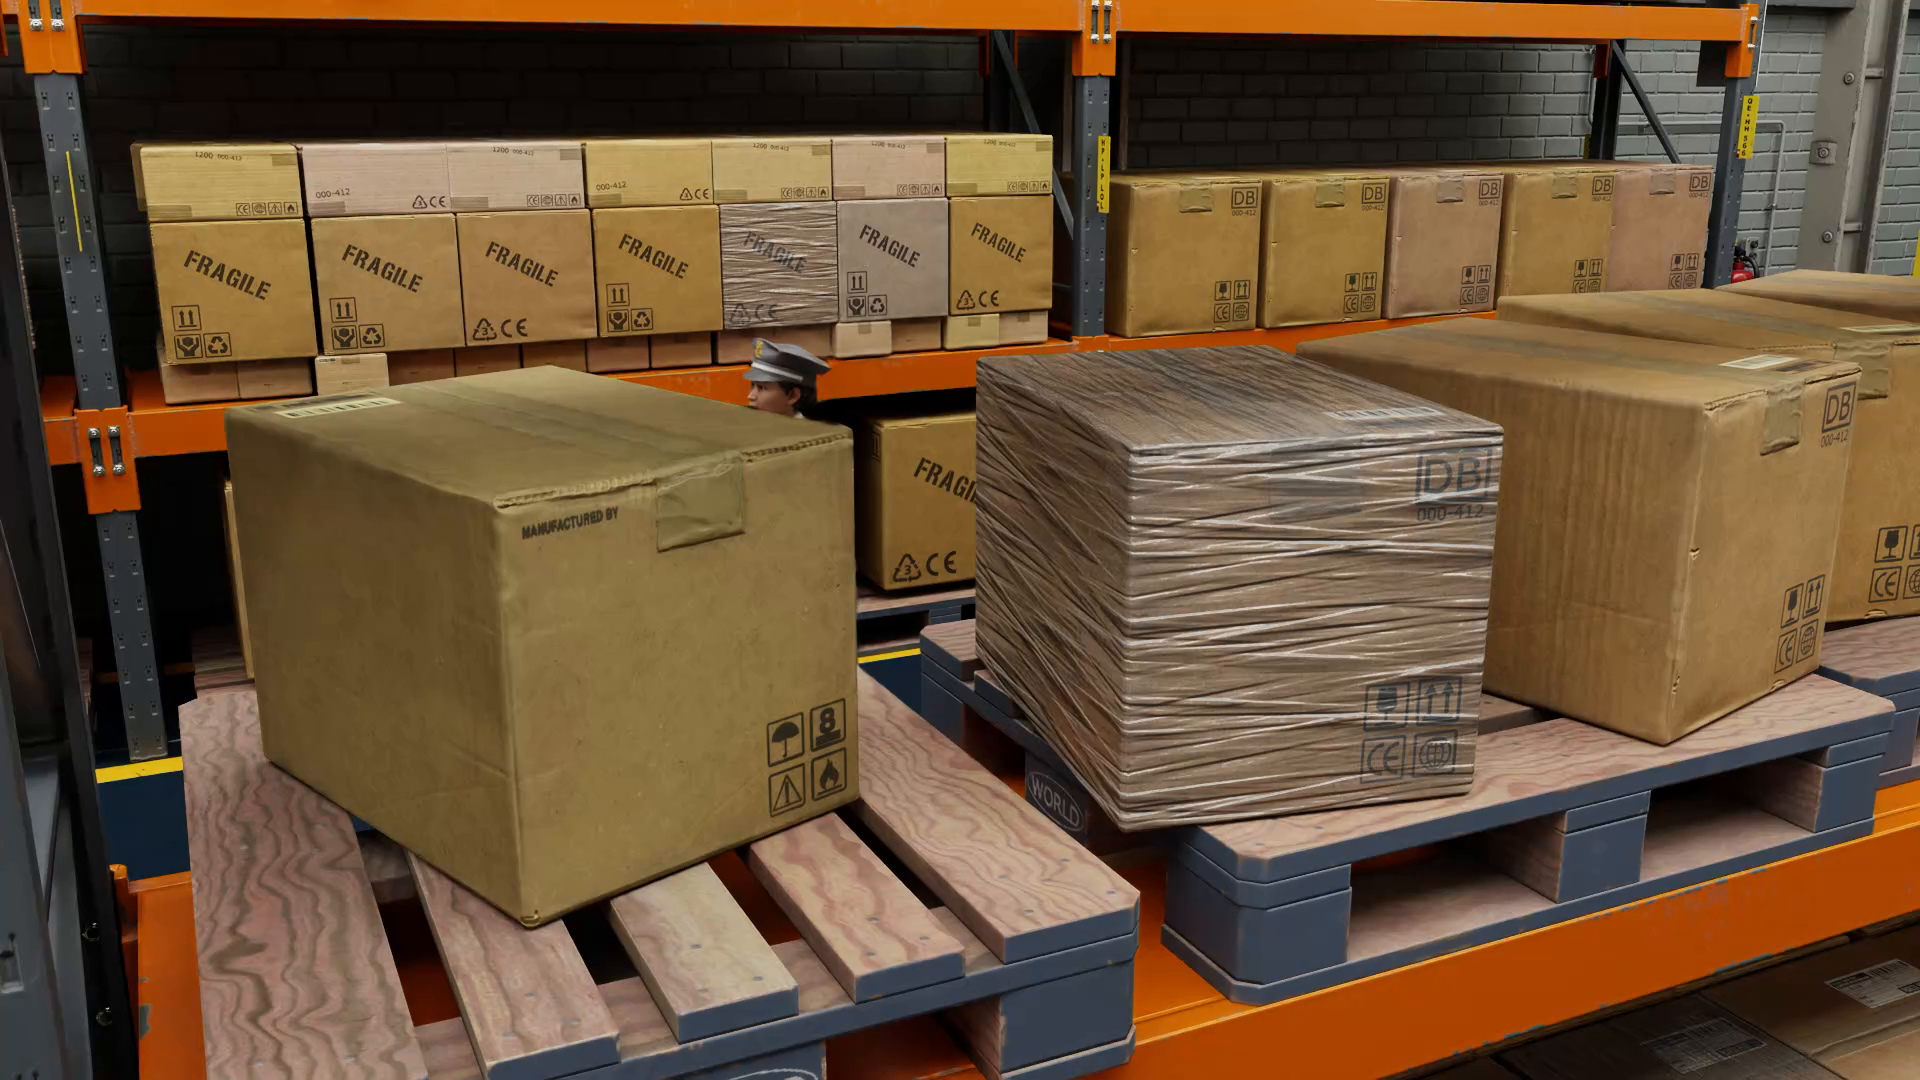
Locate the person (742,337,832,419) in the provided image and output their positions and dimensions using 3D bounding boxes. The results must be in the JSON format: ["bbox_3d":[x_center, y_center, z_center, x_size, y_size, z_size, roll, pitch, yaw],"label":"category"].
[{"bbox_3d":[-0.597,0.159,5.332,0.496,1.621,1.020,14,21,41],"label":"person"}]
